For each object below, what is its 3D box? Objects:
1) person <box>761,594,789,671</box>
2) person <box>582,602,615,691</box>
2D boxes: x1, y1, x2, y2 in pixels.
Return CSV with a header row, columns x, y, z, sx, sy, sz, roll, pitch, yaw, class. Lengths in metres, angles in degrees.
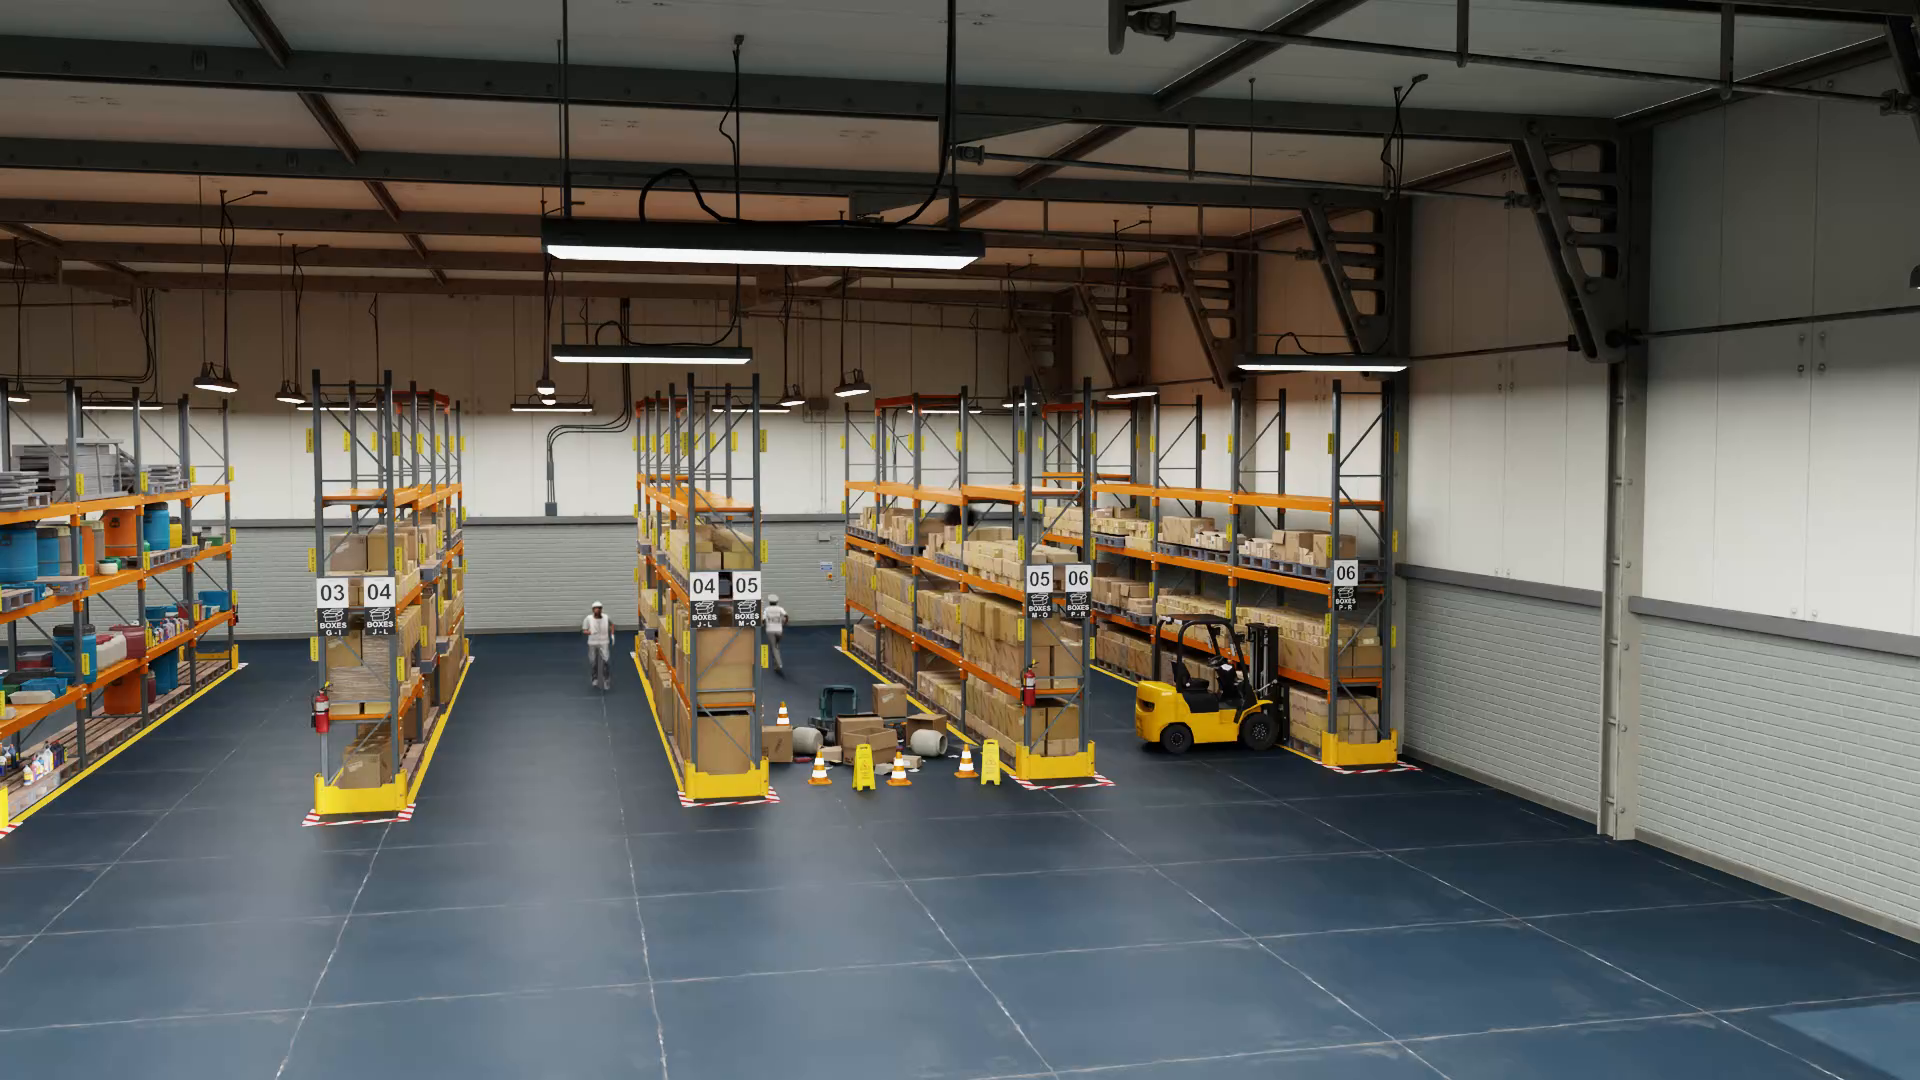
x,y,z,sx,sy,sz,roll,pitch,yaw,class
-4.061,2.074,36.421,0.551,1.751,0.813,-2,4,-27,person
-7.344,2.165,33.841,0.667,1.825,0.739,-1,3,-16,person
